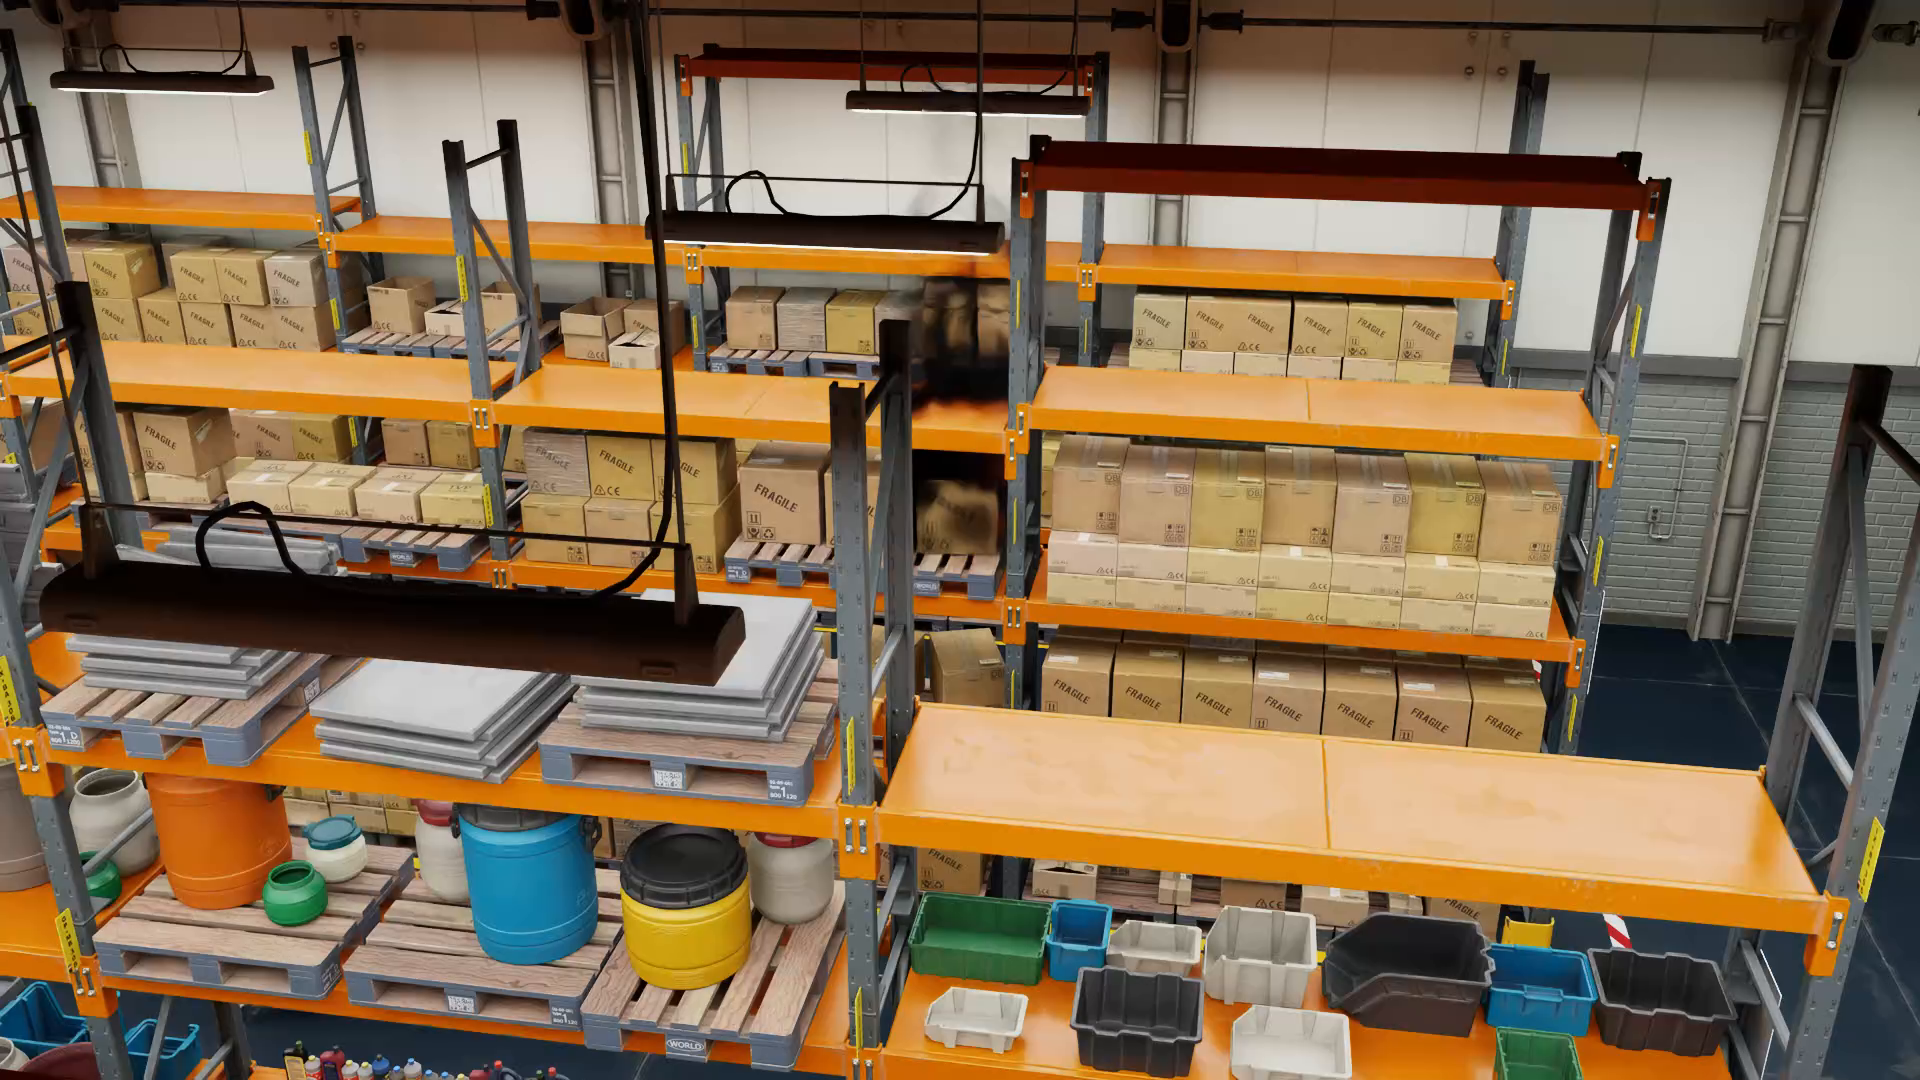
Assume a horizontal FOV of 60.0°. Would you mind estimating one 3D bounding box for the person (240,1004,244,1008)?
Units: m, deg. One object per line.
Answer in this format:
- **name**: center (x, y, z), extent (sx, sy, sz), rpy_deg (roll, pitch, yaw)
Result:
- **person**: center (-5.134, 2.726, 11.888), extent (0.720, 1.646, 0.510), rpy_deg (2, 23, 5)
